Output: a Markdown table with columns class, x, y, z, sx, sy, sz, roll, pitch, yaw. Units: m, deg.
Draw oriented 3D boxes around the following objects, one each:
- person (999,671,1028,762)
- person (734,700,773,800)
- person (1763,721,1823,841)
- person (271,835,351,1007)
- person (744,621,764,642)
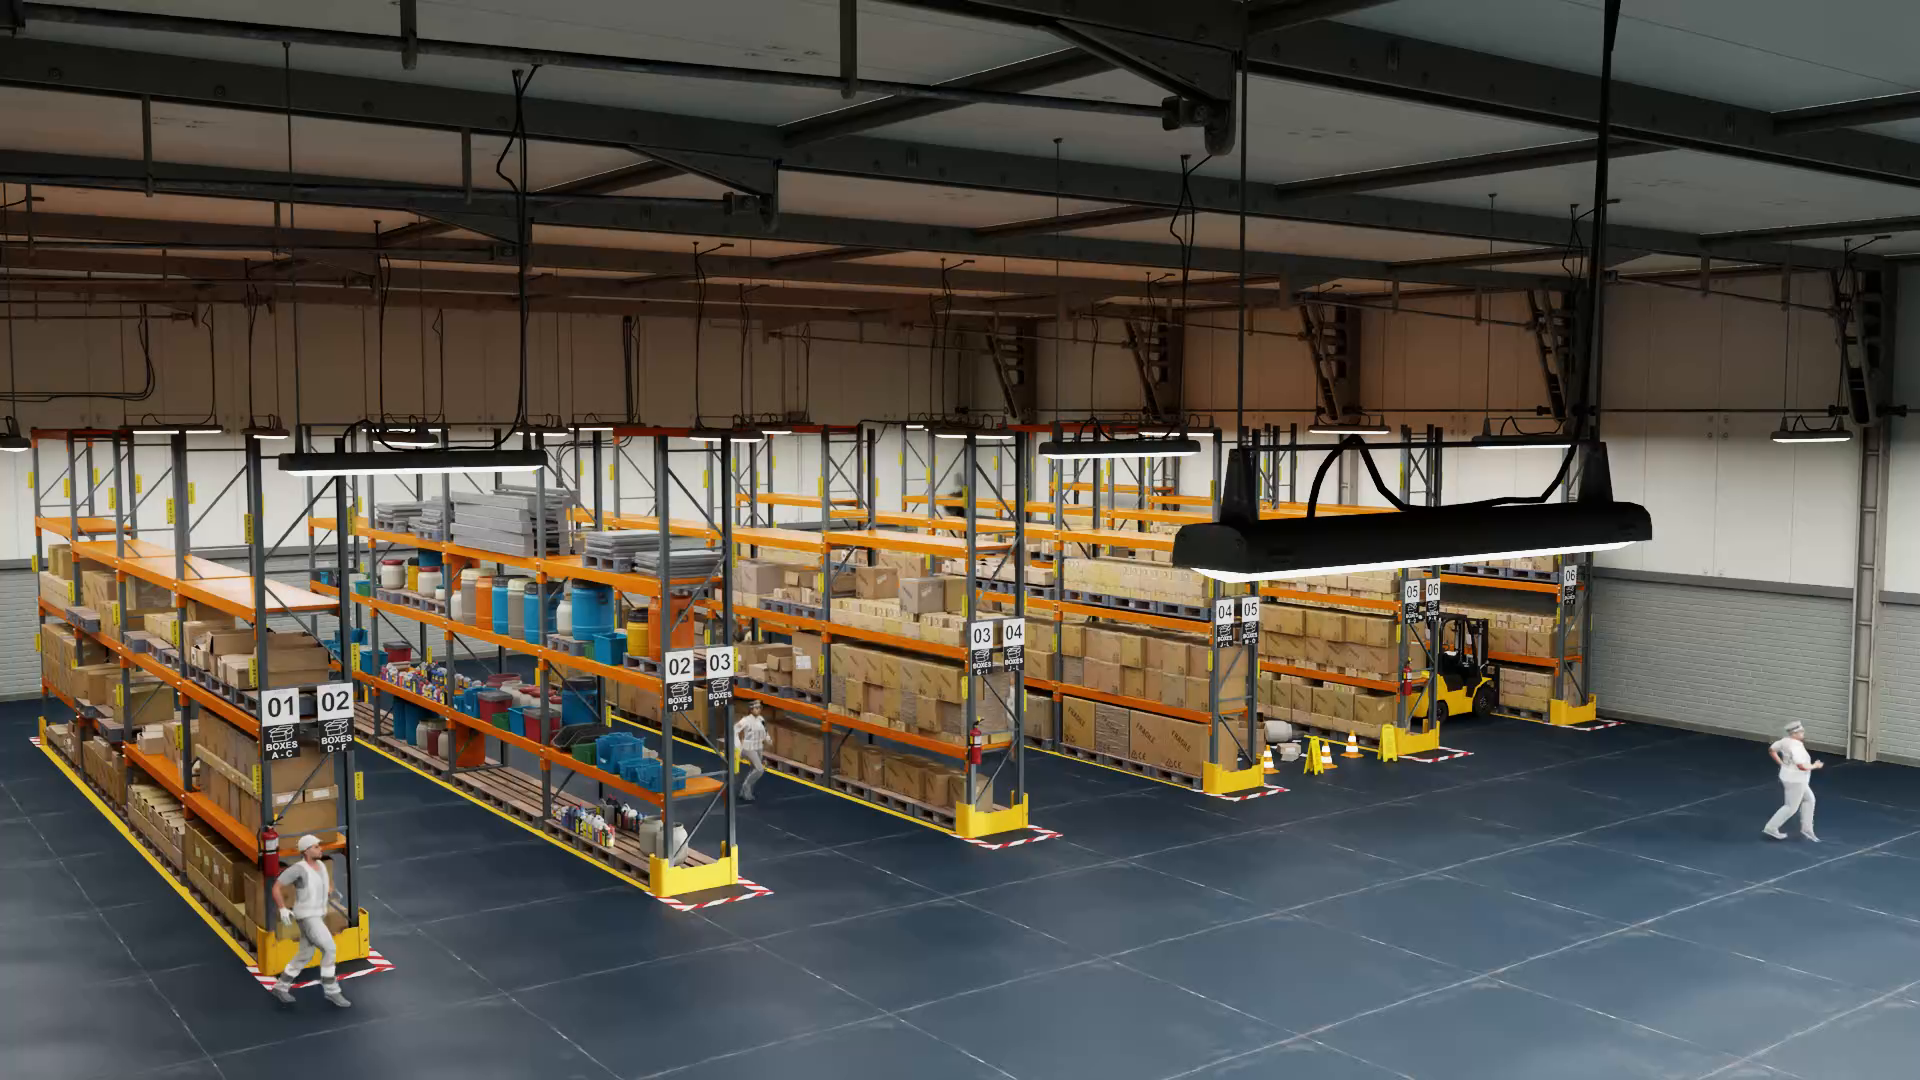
| class | x | y | z | sx | sy | sz | roll | pitch | yaw |
| --- | --- | --- | --- | --- | --- | --- | --- | --- | --- |
| person | 0.922 | 3.170 | 29.917 | 0.555 | 1.648 | 0.615 | 4 | 6 | 38 |
| person | -3.311 | 3.388 | 26.823 | 0.694 | 1.643 | 0.583 | 3 | 6 | 36 |
| person | 12.233 | 3.554 | 24.401 | 0.822 | 1.830 | 0.670 | 1 | 5 | 12 |
| person | -6.876 | 4.038 | 17.727 | 0.865 | 1.776 | 0.692 | 0 | 4 | 3 |
| person | -4.540 | 2.594 | 37.120 | 0.600 | 1.639 | 0.589 | -3 | 5 | -34 |
